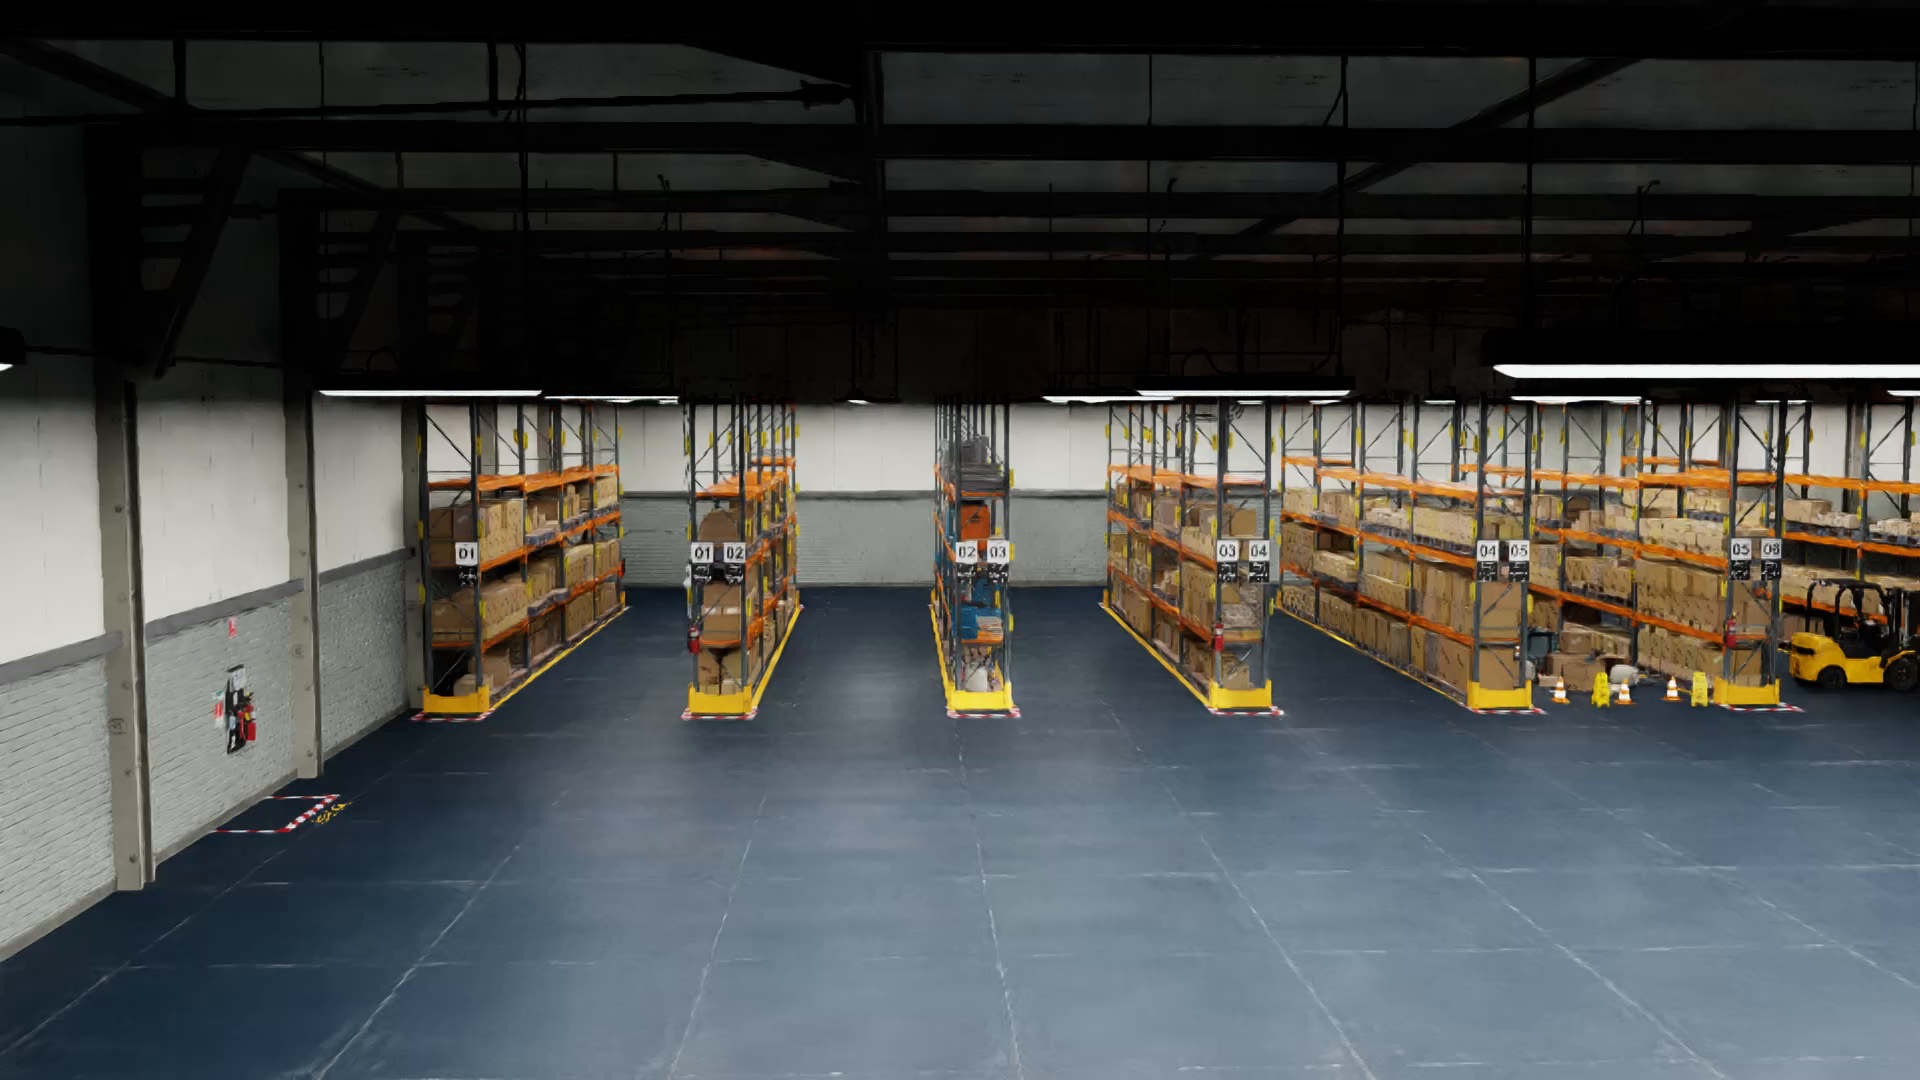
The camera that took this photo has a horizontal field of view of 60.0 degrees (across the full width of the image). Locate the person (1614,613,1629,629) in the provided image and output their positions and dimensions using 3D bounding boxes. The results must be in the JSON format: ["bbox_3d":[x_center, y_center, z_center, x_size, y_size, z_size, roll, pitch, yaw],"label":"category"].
[{"bbox_3d":[16.470,1.521,41.233,0.450,1.776,0.584,-3,5,-33],"label":"person"}]

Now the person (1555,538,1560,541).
[{"bbox_3d":[18.311,0.763,50.792,0.442,1.658,0.587,-3,5,-33],"label":"person"}]

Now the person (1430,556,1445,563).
[{"bbox_3d":[14.765,0.733,51.359,0.602,1.778,0.581,-4,6,-44],"label":"person"}]

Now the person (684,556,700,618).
[{"bbox_3d":[-7.255,1.265,45.135,0.460,1.667,0.571,-2,5,-23],"label":"person"}]

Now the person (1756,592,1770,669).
[{"bbox_3d":[17.547,1.967,36.424,0.544,1.653,0.573,2,5,27],"label":"person"}]
